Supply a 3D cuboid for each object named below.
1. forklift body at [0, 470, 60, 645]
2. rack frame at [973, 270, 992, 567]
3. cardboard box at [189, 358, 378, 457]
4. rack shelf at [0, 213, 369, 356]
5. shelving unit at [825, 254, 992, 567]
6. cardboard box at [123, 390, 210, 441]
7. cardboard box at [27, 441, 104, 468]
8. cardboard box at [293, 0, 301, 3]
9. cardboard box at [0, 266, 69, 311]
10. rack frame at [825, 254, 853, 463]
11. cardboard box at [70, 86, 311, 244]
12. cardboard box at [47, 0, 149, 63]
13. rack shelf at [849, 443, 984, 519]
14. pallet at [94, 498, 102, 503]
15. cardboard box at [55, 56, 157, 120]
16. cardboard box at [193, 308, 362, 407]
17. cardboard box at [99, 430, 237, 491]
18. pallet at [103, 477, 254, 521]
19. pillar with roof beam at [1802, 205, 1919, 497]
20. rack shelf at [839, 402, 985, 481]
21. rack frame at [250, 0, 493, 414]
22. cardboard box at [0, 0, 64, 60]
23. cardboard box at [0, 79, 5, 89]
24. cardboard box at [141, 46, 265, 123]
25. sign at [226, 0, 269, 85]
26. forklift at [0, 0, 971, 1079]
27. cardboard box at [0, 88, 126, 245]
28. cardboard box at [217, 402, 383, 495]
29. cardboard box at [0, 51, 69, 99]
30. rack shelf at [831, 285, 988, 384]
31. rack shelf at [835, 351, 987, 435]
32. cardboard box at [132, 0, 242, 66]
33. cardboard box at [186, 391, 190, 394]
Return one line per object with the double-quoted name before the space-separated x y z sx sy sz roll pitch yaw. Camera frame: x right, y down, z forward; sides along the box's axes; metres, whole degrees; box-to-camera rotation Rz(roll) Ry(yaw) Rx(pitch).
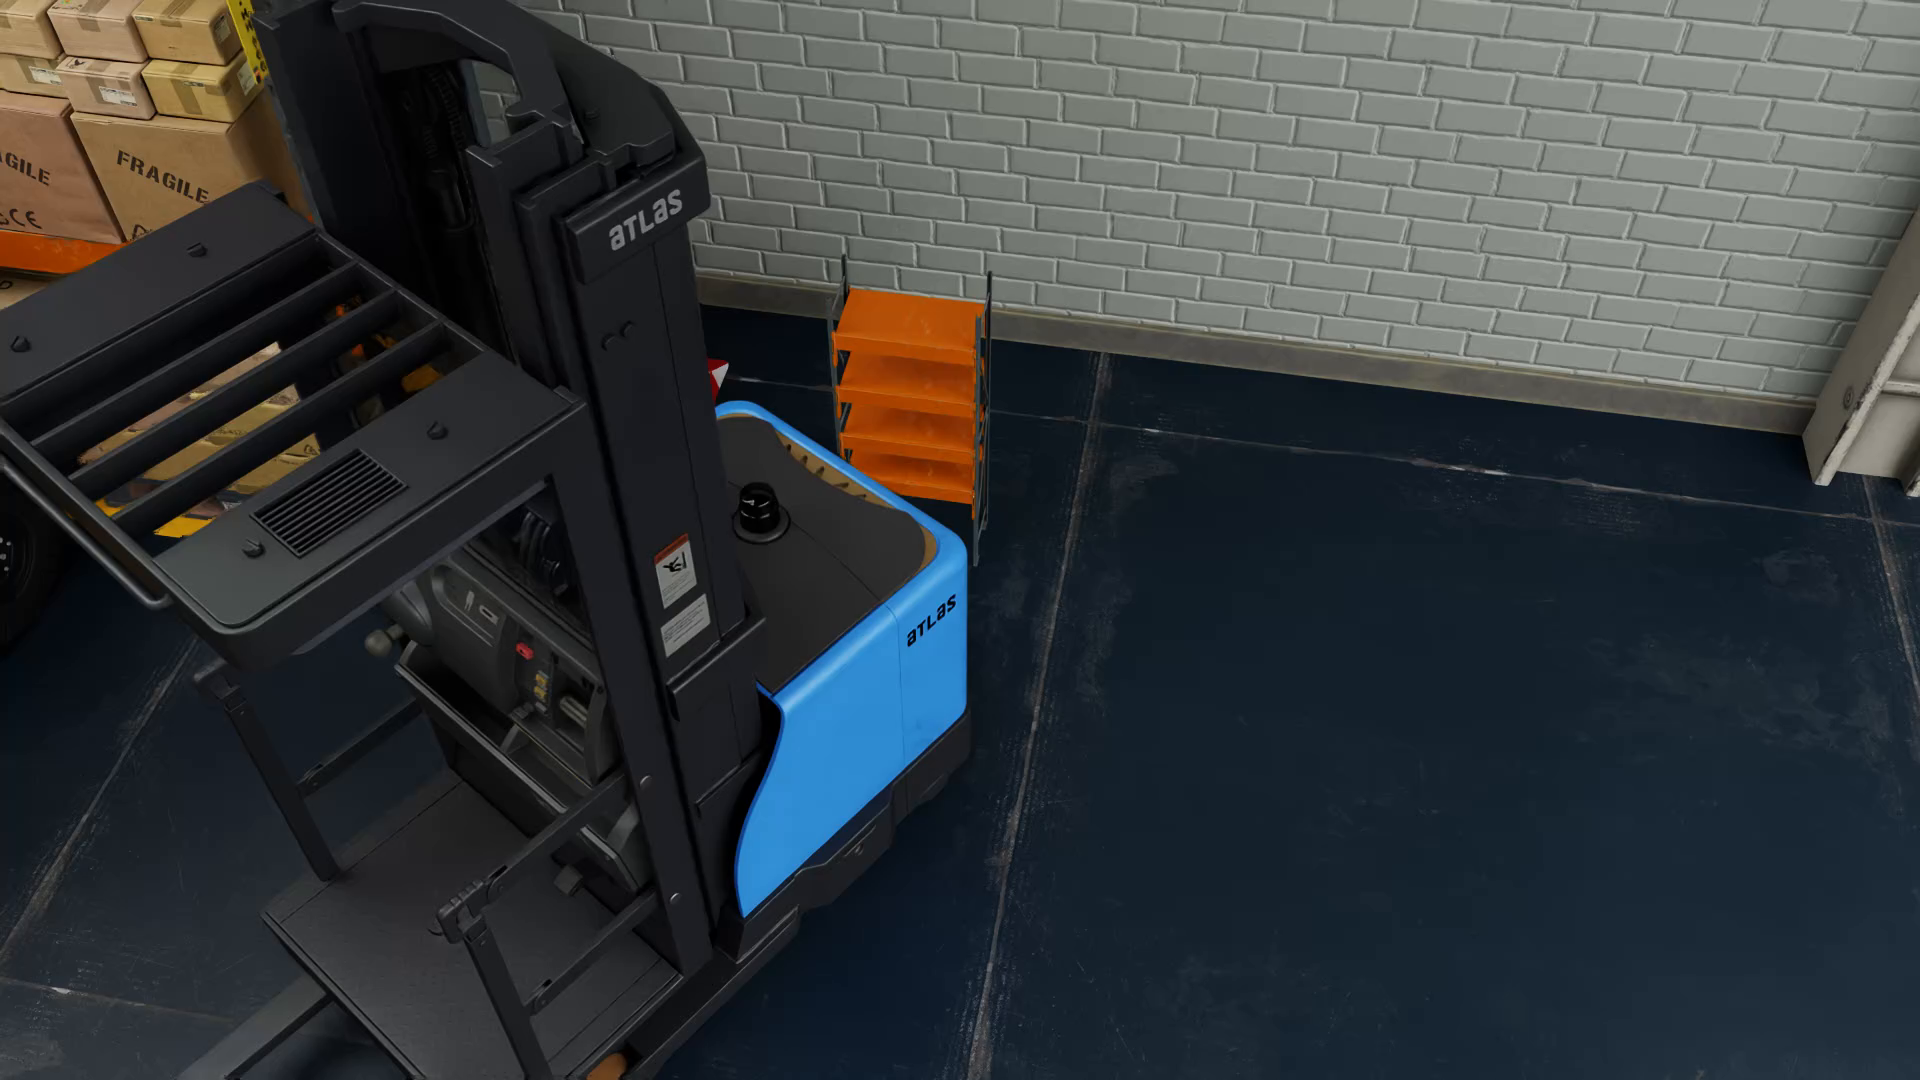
"forklift body" -4.040 0.020 4.786 1.214 2.155 2.313 8 49 7
"rack frame" 0.077 -0.391 5.794 0.015 1.200 0.240 8 49 7
"cardboard box" -2.384 -0.572 5.978 0.500 0.250 0.500 7 48 6
"rack shelf" -3.817 -1.372 5.950 4.000 0.370 1.077 8 49 7
"shelving unit" -0.163 -0.423 5.823 0.503 1.200 0.258 8 49 7
"cardboard box" -2.875 -0.647 6.045 0.500 0.250 0.500 7 48 6
"cardboard box" -3.346 -0.546 6.290 0.500 0.250 0.500 8 49 7
"cardboard box" -2.137 -1.833 5.377 0.250 0.149 0.380 7 48 6
"cardboard box" -3.360 -0.859 5.899 0.500 0.250 0.500 8 49 7
"rack frame" -0.403 -0.455 5.852 0.015 1.200 0.240 8 49 7
"cardboard box" -2.380 -1.255 5.294 0.500 0.500 0.500 7 48 6
"cardboard box" -2.487 -1.601 4.969 0.250 0.149 0.380 8 49 7
"rack shelf" -0.163 -0.245 6.021 0.480 0.148 0.258 8 49 7
"pallet" -3.806 -0.650 6.692 1.213 0.211 1.003 8 49 7
"cardboard box" -2.497 -1.451 5.034 0.250 0.149 0.380 8 49 7
"cardboard box" -2.358 -0.737 5.789 0.500 0.250 0.500 9 49 8
"cardboard box" -2.855 -0.473 6.225 0.500 0.250 0.500 8 49 7
"pallet" -2.609 -0.487 6.546 1.213 0.211 1.003 8 49 7
"pillar with roof beam" 2.765 -0.160 0.344 0.400 9.000 9.100 8 49 7
"rack shelf" -0.163 -0.378 5.873 0.480 0.148 0.258 8 49 7
"rack frame" -1.849 -1.348 5.445 0.127 3.000 1.000 8 49 7
"cardboard box" -2.750 -1.616 4.982 0.250 0.149 0.380 9 49 8
"cardboard box" -2.983 -1.572 5.142 0.250 0.149 0.380 7 48 7
"cardboard box" -2.240 -1.439 5.023 0.250 0.149 0.380 8 49 7
"sign" -1.959 -1.419 4.571 0.005 0.325 0.100 8 49 7
"forklift" -1.313 0.333 3.981 1.130 2.935 3.031 33 56 26
"cardboard box" -2.889 -1.330 5.361 0.500 0.500 0.500 9 49 8
"cardboard box" -2.368 -0.401 6.160 0.500 0.250 0.500 8 49 7
"cardboard box" -2.741 -1.531 5.105 0.250 0.149 0.380 8 49 8
"rack shelf" -0.163 -0.686 5.531 0.480 0.148 0.258 8 49 7
"rack shelf" -0.163 -0.527 5.707 0.480 0.148 0.258 8 49 7
"cardboard box" -2.239 -1.591 4.960 0.250 0.149 0.380 8 49 7
"cardboard box" -2.861 -0.800 5.846 0.500 0.250 0.500 8 49 8
